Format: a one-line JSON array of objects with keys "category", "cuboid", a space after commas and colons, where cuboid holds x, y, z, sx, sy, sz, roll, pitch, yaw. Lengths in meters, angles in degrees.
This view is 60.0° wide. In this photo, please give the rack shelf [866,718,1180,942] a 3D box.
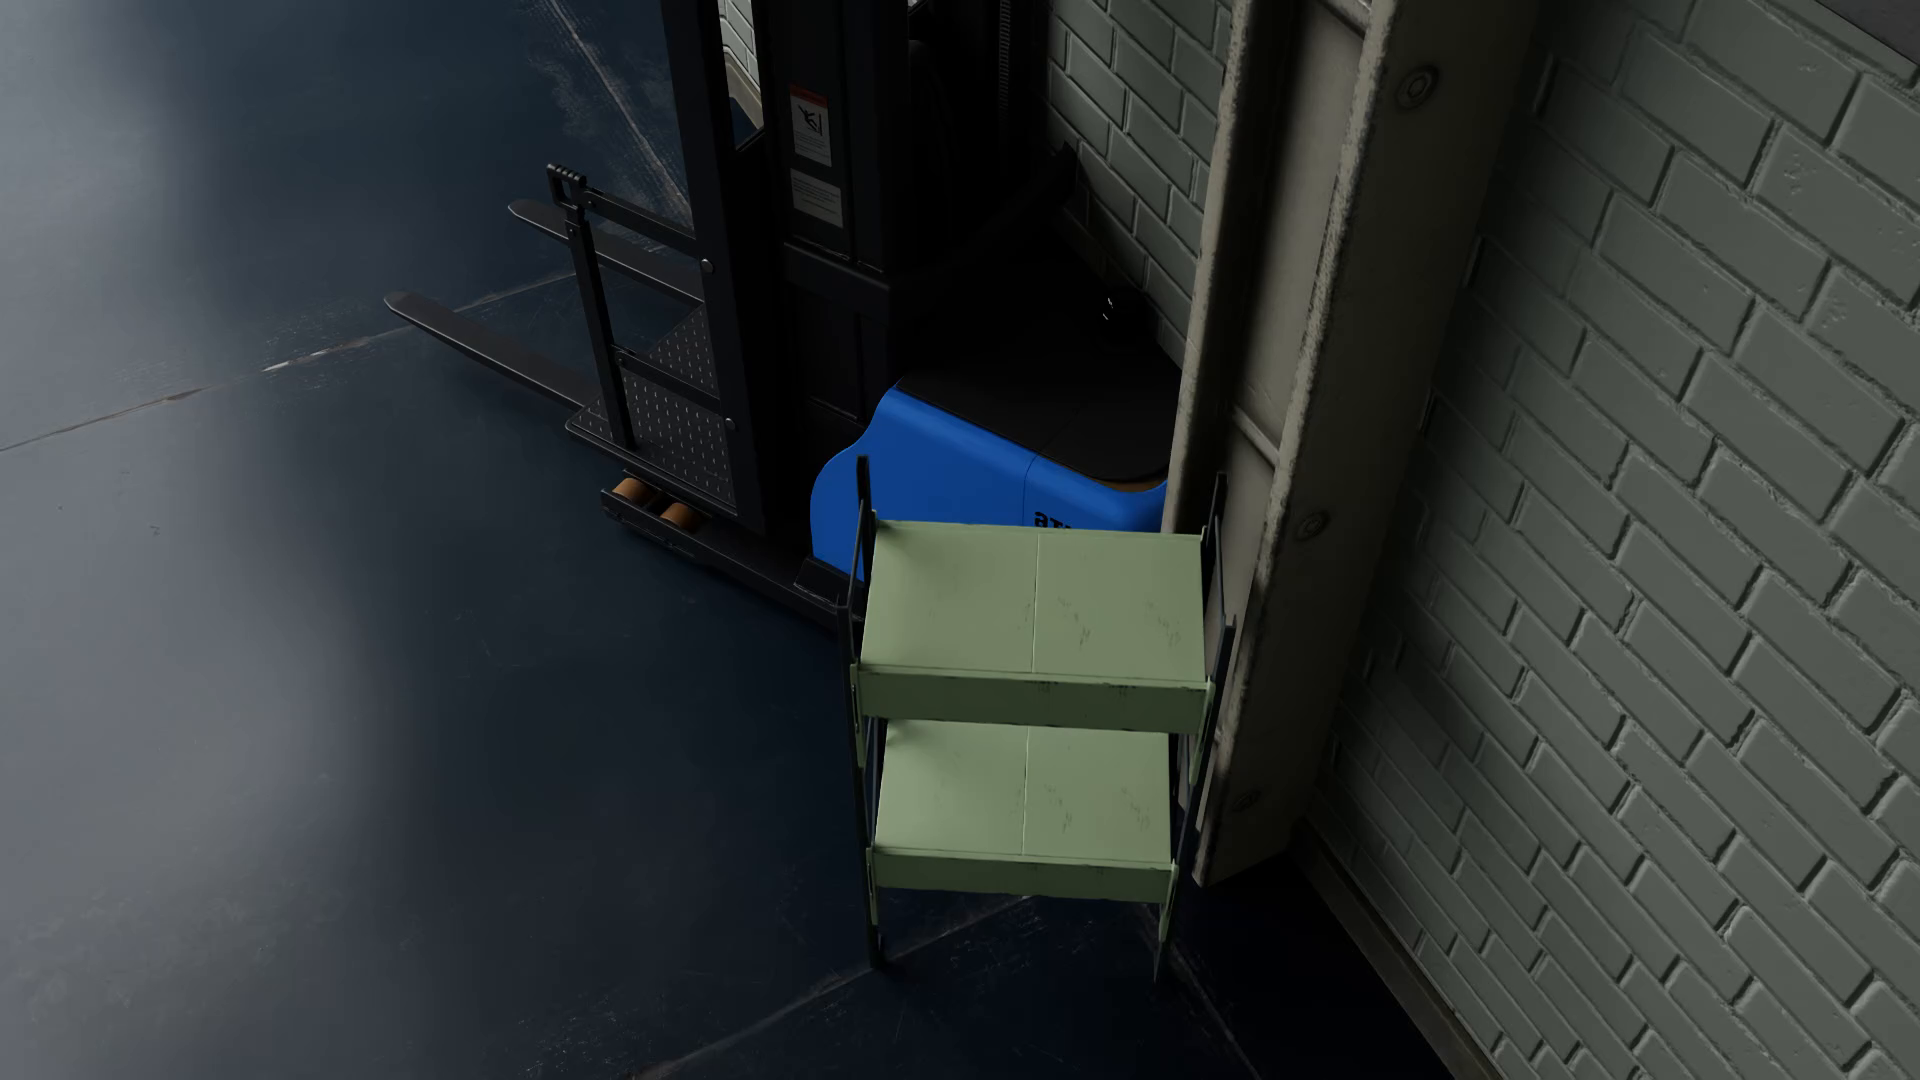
[{"category": "rack shelf", "cuboid": [0.156, 0.691, 4.077, 0.720, 0.370, 0.431, 3, 50, 2]}]

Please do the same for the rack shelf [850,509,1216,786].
[{"category": "rack shelf", "cuboid": [0.155, 0.228, 3.531, 0.720, 0.370, 0.431, 3, 50, 2]}]

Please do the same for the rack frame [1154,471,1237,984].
[{"category": "rack frame", "cuboid": [0.521, 0.498, 3.813, 0.023, 1.500, 0.400, 3, 50, 2]}]

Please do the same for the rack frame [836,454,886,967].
[{"category": "rack frame", "cuboid": [-0.210, 0.463, 3.844, 0.023, 1.500, 0.400, 3, 50, 2]}]

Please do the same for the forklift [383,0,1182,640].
[{"category": "forklift", "cuboid": [-0.521, -1.222, 4.372, 3.031, 2.935, 1.130, 26, 54, 21]}]

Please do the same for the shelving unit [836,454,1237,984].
[{"category": "shelving unit", "cuboid": [0.155, 0.481, 3.829, 0.755, 1.500, 0.431, 3, 50, 2]}]
